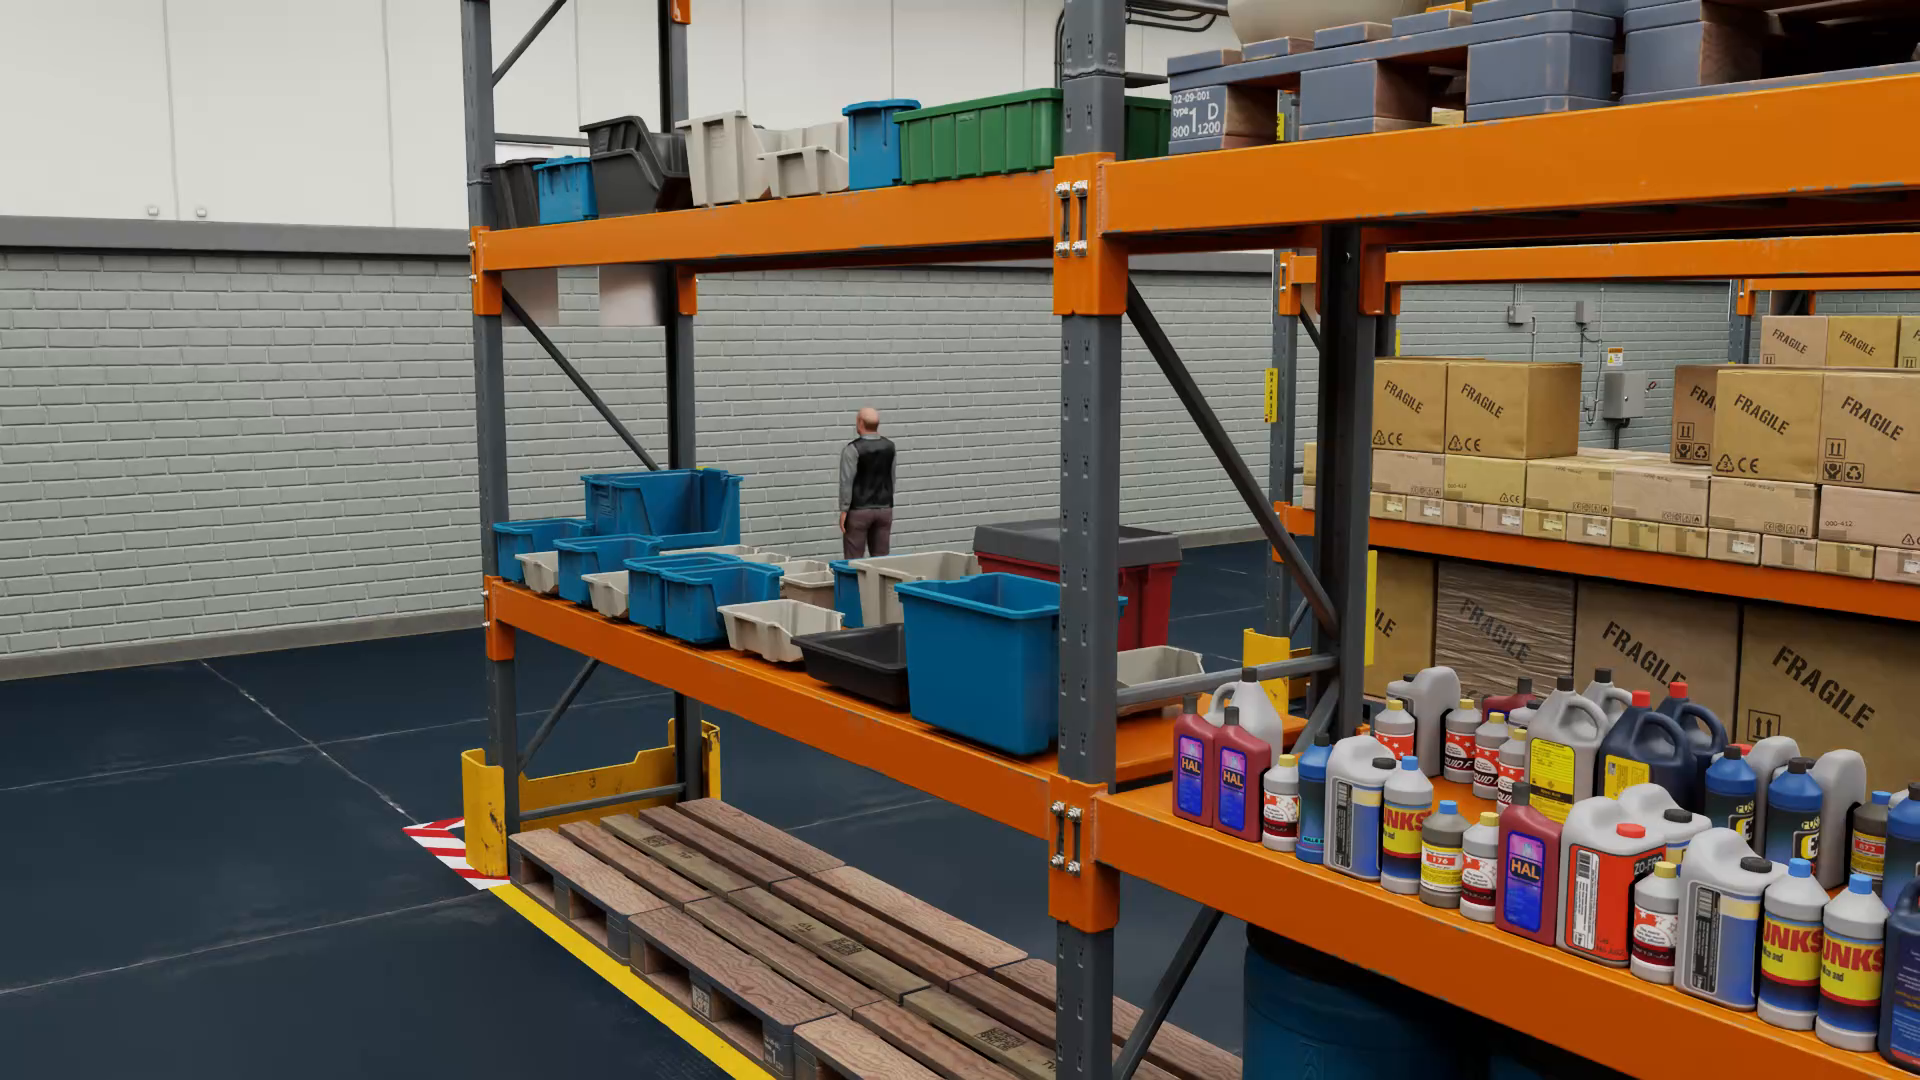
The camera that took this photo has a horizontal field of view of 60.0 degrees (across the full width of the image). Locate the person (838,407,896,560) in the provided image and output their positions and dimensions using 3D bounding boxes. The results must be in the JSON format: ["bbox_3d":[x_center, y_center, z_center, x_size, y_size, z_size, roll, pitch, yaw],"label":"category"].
[{"bbox_3d":[-0.773,-0.213,13.495,0.545,1.734,0.405,-5,9,-34],"label":"person"}]
